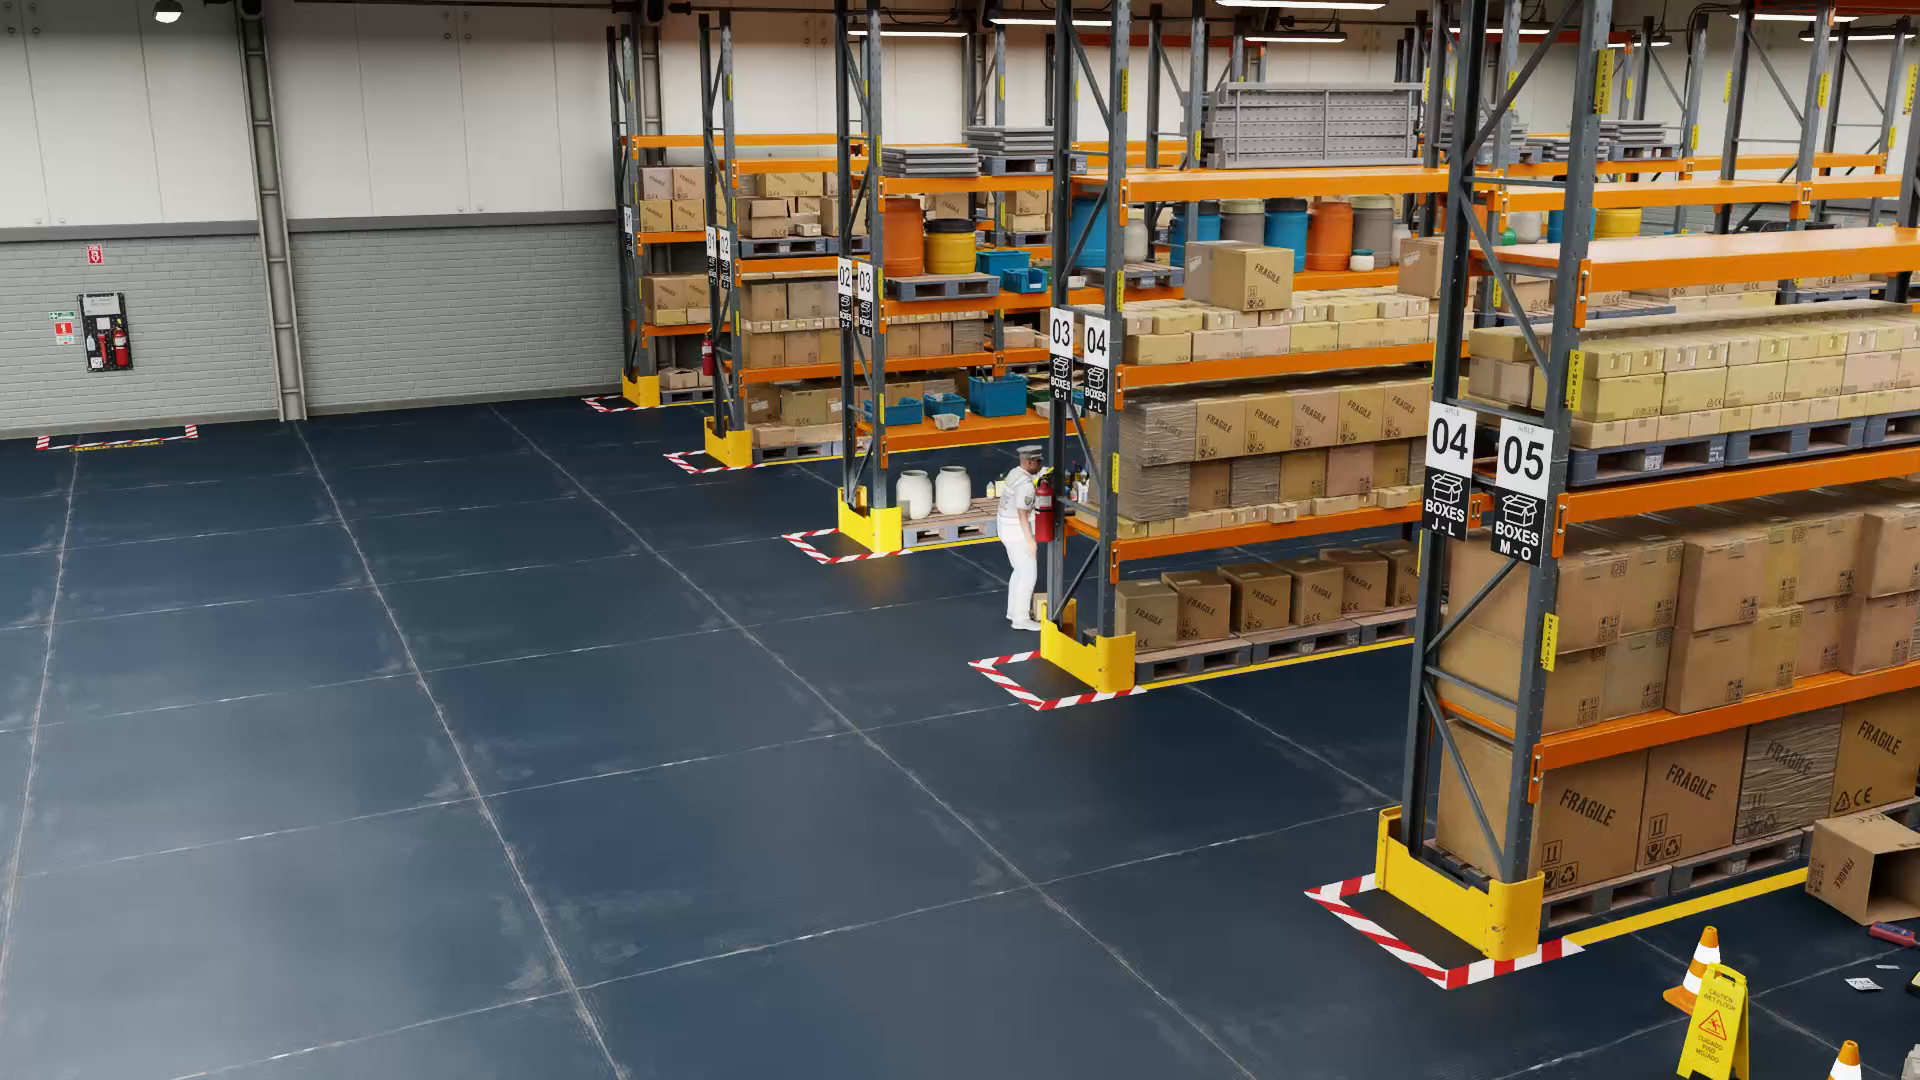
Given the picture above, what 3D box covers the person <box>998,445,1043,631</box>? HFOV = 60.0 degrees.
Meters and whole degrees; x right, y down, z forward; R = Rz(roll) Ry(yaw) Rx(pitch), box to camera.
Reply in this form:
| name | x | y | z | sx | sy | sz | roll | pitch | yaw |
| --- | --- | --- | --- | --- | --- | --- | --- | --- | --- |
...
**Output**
| name | x | y | z | sx | sy | sz | roll | pitch | yaw |
| --- | --- | --- | --- | --- | --- | --- | --- | --- | --- |
| person | 0.587 | -0.044 | 15.983 | 0.435 | 1.748 | 0.593 | -2 | 15 | -8 |
